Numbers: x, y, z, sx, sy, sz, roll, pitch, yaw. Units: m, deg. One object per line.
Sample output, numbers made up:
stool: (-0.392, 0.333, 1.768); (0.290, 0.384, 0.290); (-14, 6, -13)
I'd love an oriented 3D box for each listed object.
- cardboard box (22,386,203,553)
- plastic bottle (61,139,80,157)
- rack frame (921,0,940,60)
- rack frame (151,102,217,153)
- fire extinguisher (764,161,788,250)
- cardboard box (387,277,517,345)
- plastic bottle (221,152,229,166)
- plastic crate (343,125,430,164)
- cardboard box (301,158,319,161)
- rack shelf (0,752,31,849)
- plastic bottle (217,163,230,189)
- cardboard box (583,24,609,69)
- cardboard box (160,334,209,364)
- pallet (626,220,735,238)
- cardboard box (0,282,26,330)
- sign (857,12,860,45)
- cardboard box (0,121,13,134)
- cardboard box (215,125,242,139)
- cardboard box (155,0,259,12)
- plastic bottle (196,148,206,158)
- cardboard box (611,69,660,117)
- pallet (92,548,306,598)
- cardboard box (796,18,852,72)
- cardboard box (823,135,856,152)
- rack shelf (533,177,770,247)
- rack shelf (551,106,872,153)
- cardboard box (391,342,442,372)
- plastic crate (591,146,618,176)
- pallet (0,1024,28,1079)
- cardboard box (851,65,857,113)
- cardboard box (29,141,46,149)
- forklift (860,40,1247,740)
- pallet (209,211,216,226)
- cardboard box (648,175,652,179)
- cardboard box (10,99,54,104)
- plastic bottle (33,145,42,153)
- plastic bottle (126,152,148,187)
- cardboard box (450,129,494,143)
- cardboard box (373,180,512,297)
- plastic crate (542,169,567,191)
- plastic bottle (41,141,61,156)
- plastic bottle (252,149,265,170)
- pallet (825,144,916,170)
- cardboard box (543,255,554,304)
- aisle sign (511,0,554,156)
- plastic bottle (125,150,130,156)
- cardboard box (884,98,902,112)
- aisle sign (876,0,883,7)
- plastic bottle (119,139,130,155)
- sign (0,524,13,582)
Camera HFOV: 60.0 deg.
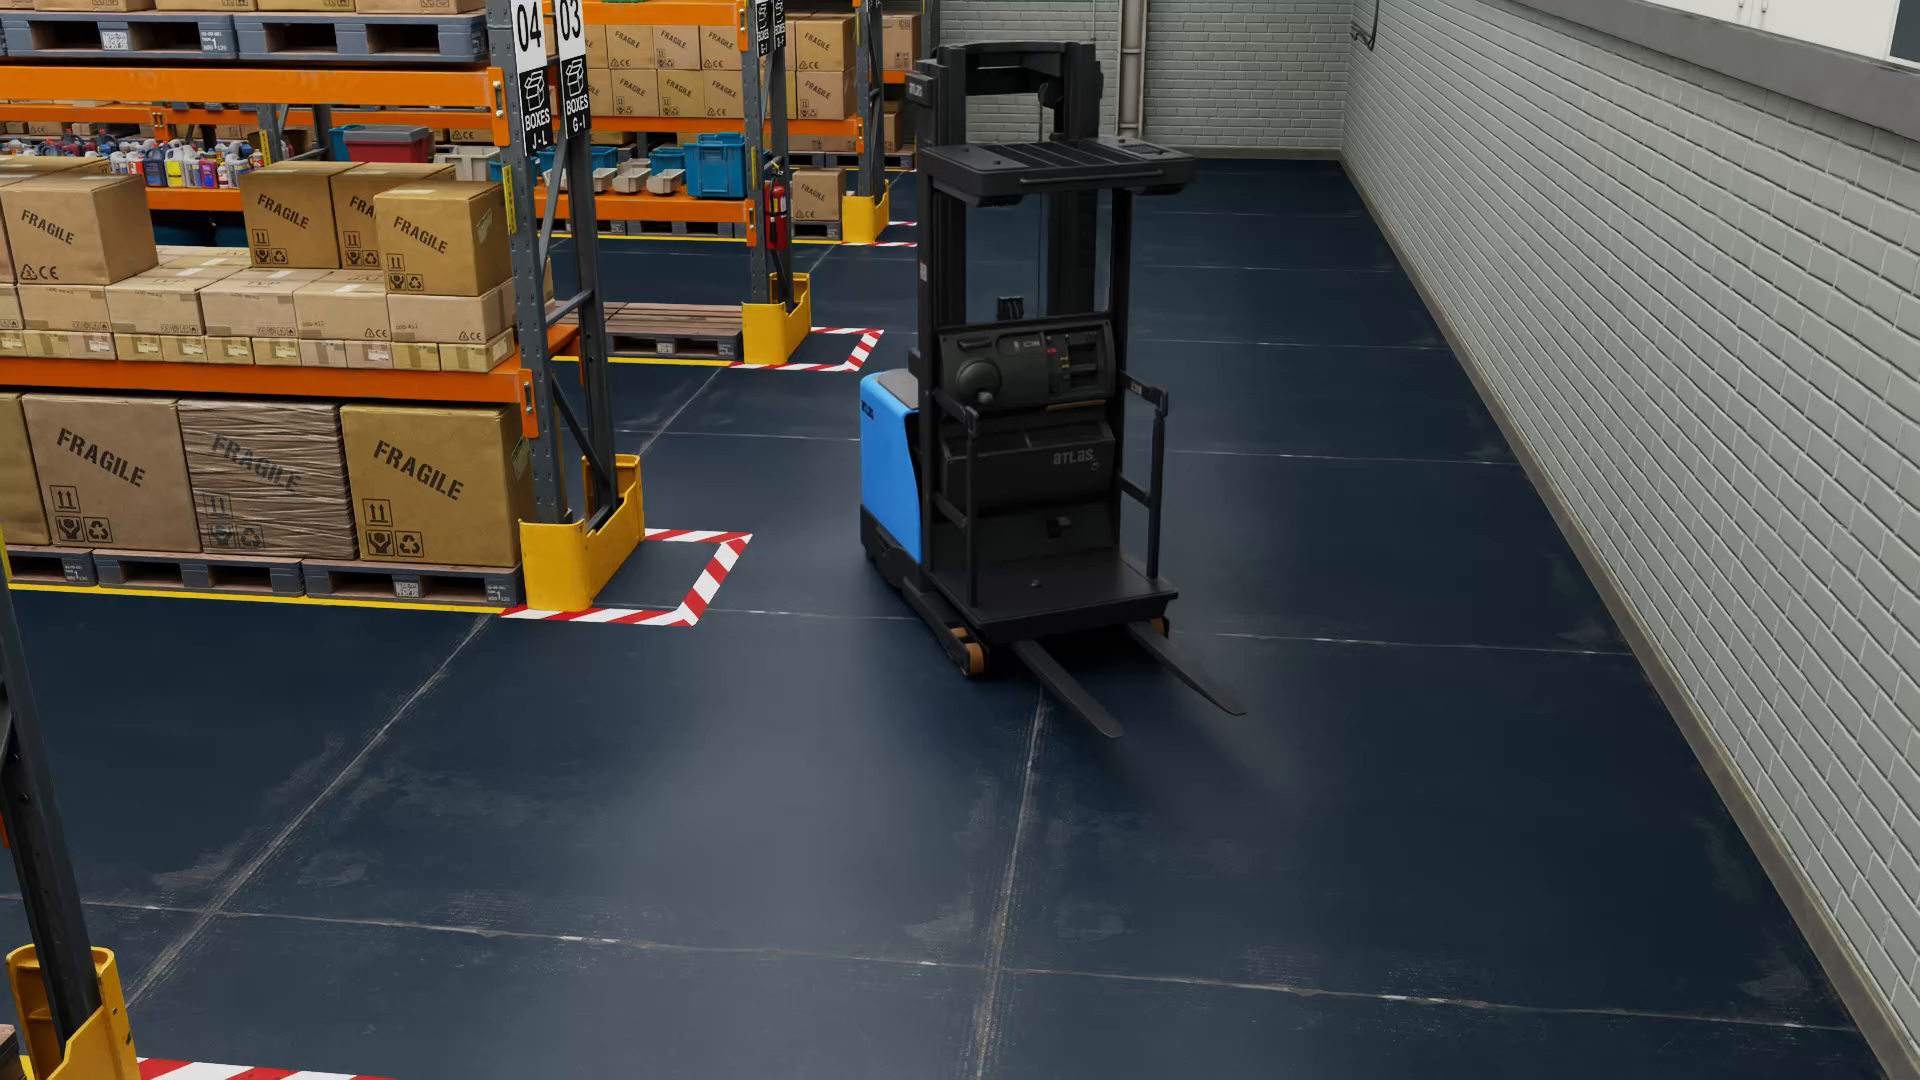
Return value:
cardboard box: (-4.575, -0.508, 9.465); (0.875, 0.875, 0.875); (2, 22, 6)
plastic bottle: (-7.750, -3.353, 14.501); (0.133, 0.283, 0.061); (2, 22, 6)
rack frame: (-0.393, -6.650, 22.681); (0.127, 3.000, 1.000); (2, 22, 6)
rack frame: (-8.917, -5.188, 18.982); (0.127, 3.000, 1.000); (2, 22, 6)
fire extinguisher: (-1.463, -2.651, 13.179); (0.183, 0.674, 0.296); (2, 22, 6)
cardboard box: (-2.655, -1.218, 8.739); (0.500, 0.250, 0.500); (2, 22, 5)
plastic bottle: (-6.306, -3.243, 14.332); (0.097, 0.201, 0.097); (0, 22, 0)
plastic crate: (-4.674, -3.134, 13.618); (0.583, 0.464, 0.402); (2, 22, 6)
cardboard box: (-7.481, -4.062, 18.935); (0.500, 0.500, 0.500); (2, 22, 6)
rack shelf: (-4.812, 0.830, 4.740); (4.000, 0.370, 1.077); (2, 22, 6)
plastic bottle: (-6.079, -3.008, 13.739); (0.097, 0.201, 0.097); (0, 22, 0)
cardboard box: (-3.998, -5.381, 17.974); (0.500, 0.500, 0.500); (2, 22, 5)
cardboard box: (-4.053, -1.070, 8.907); (0.250, 0.149, 0.380); (3, 22, 7)
pallet: (-3.048, -3.636, 18.850); (1.213, 0.211, 1.003); (2, 22, 6)
cardboard box: (-5.185, -1.327, 9.017); (0.500, 0.250, 0.500); (2, 22, 6)
sign: (-1.058, -5.325, 17.325); (0.005, 0.325, 0.100); (2, 22, 6)
cardboard box: (-14.317, -6.247, 24.464); (0.500, 0.500, 0.700); (1, 22, 3)
cardboard box: (-10.556, -6.145, 24.205); (0.500, 0.500, 0.700); (3, 22, 7)
cardboard box: (-3.729, -2.984, 8.485); (0.500, 0.500, 0.700); (1, 22, 3)
plastic bottle: (-6.615, -3.312, 14.508); (0.097, 0.201, 0.097); (0, 22, 0)
cardboard box: (-3.465, -4.896, 18.108); (0.500, 0.500, 0.500); (2, 22, 6)
pallet: (-4.154, 0.012, 9.622); (1.213, 0.211, 1.003); (2, 22, 6)
cardboard box: (-1.447, -5.272, 17.699); (0.500, 0.500, 0.500); (2, 22, 6)
cardboard box: (-1.597, -5.699, 23.103); (0.500, 0.500, 0.700); (2, 22, 6)
rack shelf: (-3.545, -2.785, 13.883); (4.000, 0.370, 1.077); (2, 22, 6)
rack shelf: (-2.959, -4.594, 18.457); (4.000, 0.370, 1.077); (2, 22, 6)
cardboard box: (-2.793, -1.014, 8.766); (0.250, 0.149, 0.380); (3, 22, 7)
plastic crate: (-3.073, -3.171, 14.027); (0.300, 0.233, 0.416); (2, 22, 6)
pallet: (-3.704, 1.827, 5.031); (1.213, 0.211, 1.003); (2, 22, 6)
cardboard box: (-1.382, -5.004, 18.380); (0.500, 0.500, 0.500); (3, 22, 7)
cardboard box: (-10.942, -4.560, 19.799); (0.500, 0.311, 0.500); (2, 22, 6)
forklift: (0.422, -0.863, 8.136); (1.130, 2.935, 3.031); (-8, 23, -20)
pallet: (-8.180, -3.845, 19.378); (1.213, 0.211, 1.003); (2, 22, 6)
cardboard box: (-3.601, -4.015, 19.075); (0.500, 0.311, 0.500); (2, 22, 6)
cardboard box: (-10.585, -5.301, 19.132); (0.500, 0.500, 0.500); (1, 22, 3)
plastic bottle: (-8.130, -3.378, 14.675); (0.097, 0.201, 0.097); (0, 22, 0)
plastic bottle: (-6.825, -3.085, 13.833); (0.135, 0.276, 0.152); (2, 22, 6)
cardboard box: (-6.754, -6.072, 23.572); (0.750, 0.750, 0.750); (2, 22, 6)
cardboard box: (-2.657, -1.567, 8.604); (0.500, 0.500, 0.500); (3, 22, 7)
plastic crate: (-3.252, -2.935, 13.560); (0.250, 0.136, 0.298); (2, 22, 6)
plastic bottle: (-7.577, -3.151, 13.898); (0.185, 0.351, 0.144); (2, 22, 6)
plastic bottle: (-6.095, -3.290, 14.451); (0.097, 0.201, 0.097); (0, 22, 0)
pallet: (-1.197, -5.360, 23.209); (1.213, 0.211, 1.003); (2, 22, 6)
cardboard box: (-2.587, -1.413, 9.233); (0.500, 0.250, 0.500); (2, 22, 5)
aisle sign: (-2.106, -2.321, 8.195); (0.004, 0.787, 0.394); (2, 22, 6)
plastic bottle: (-6.962, -3.135, 13.965); (0.097, 0.271, 0.097); (0, 22, 0)
cardboard box: (-0.953, -6.046, 23.100); (0.250, 0.149, 0.380); (3, 22, 7)
aisle sign: (-0.870, -6.155, 17.892); (0.004, 0.787, 0.394); (2, 22, 6)
plastic bottle: (-7.305, -3.375, 14.572); (0.097, 0.271, 0.097); (0, 22, 0)
sign: (-2.763, -0.019, 4.731); (0.005, 0.325, 0.100); (2, 22, 6)
